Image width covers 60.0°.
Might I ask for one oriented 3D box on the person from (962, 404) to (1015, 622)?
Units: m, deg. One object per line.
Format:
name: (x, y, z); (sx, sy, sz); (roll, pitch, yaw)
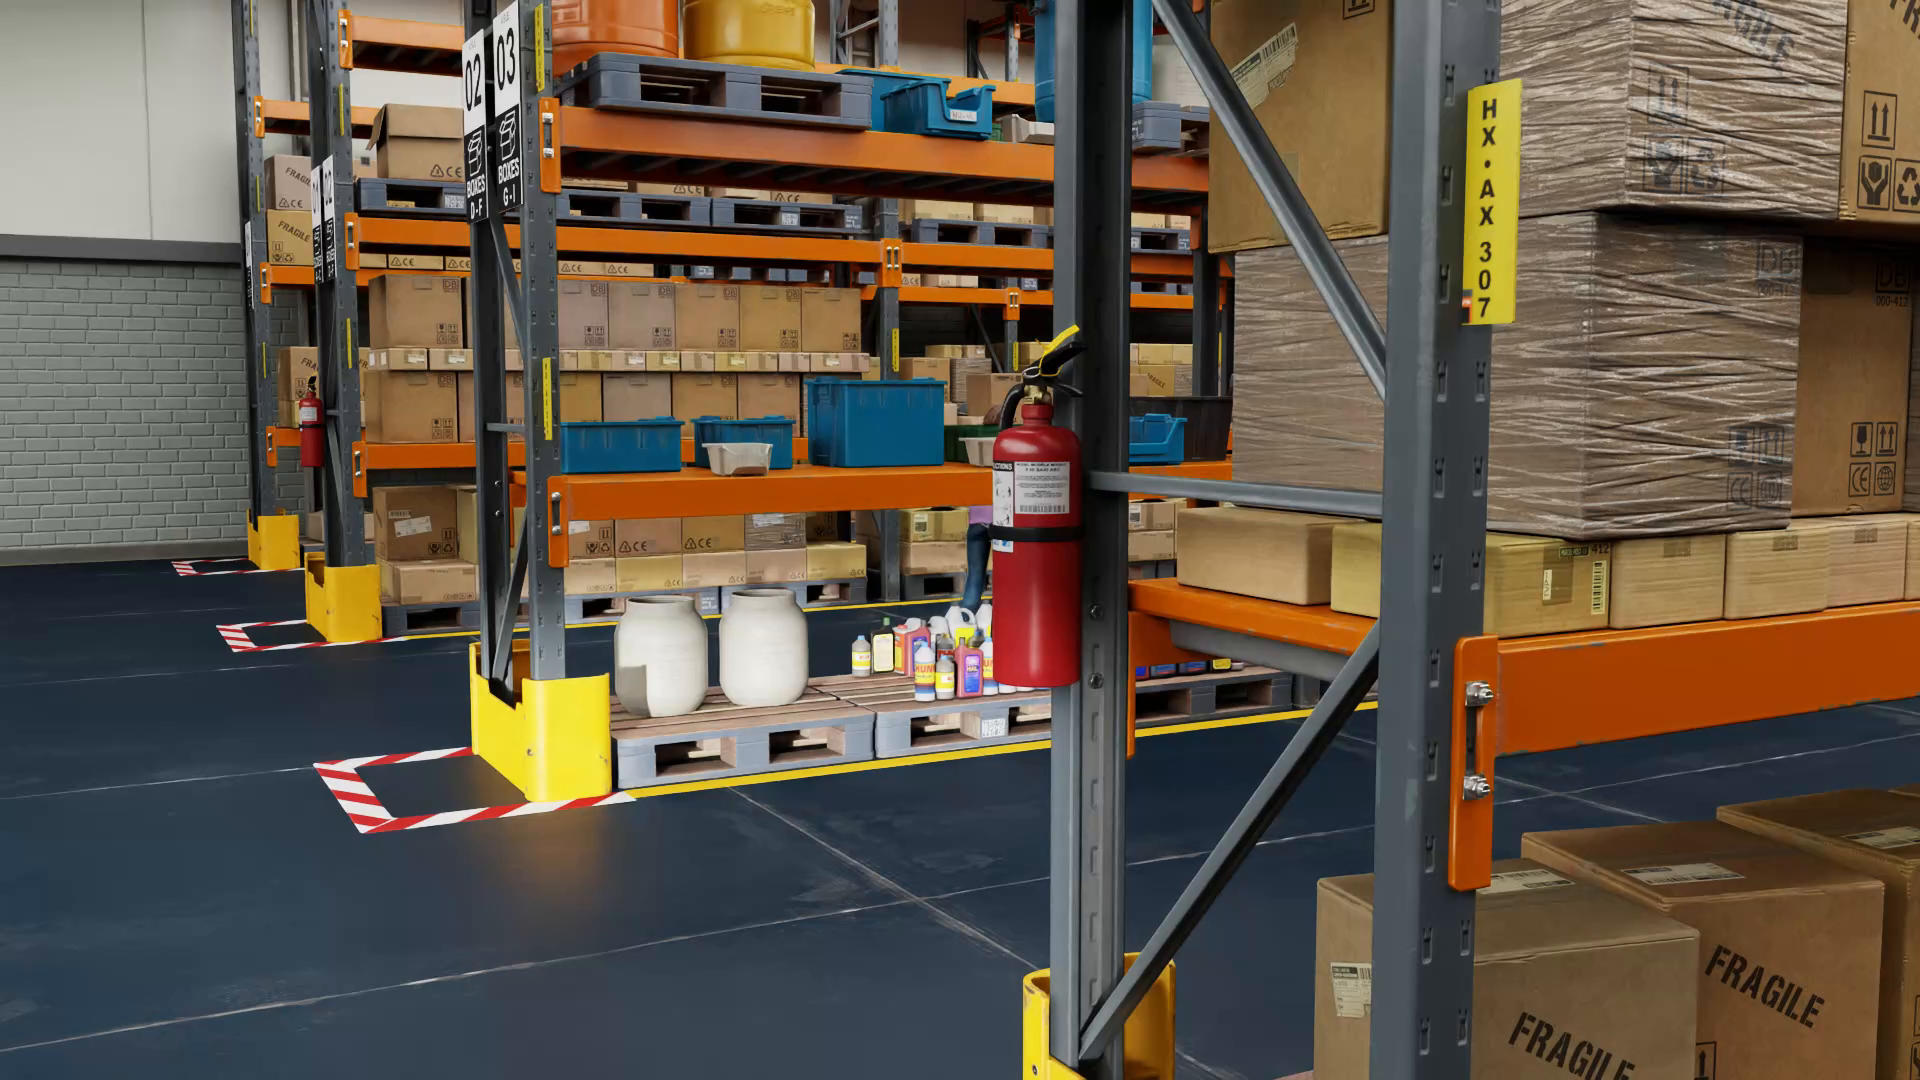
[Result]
person: (0.237, -0.090, 10.654); (0.455, 1.553, 0.808); (3, 6, 26)
